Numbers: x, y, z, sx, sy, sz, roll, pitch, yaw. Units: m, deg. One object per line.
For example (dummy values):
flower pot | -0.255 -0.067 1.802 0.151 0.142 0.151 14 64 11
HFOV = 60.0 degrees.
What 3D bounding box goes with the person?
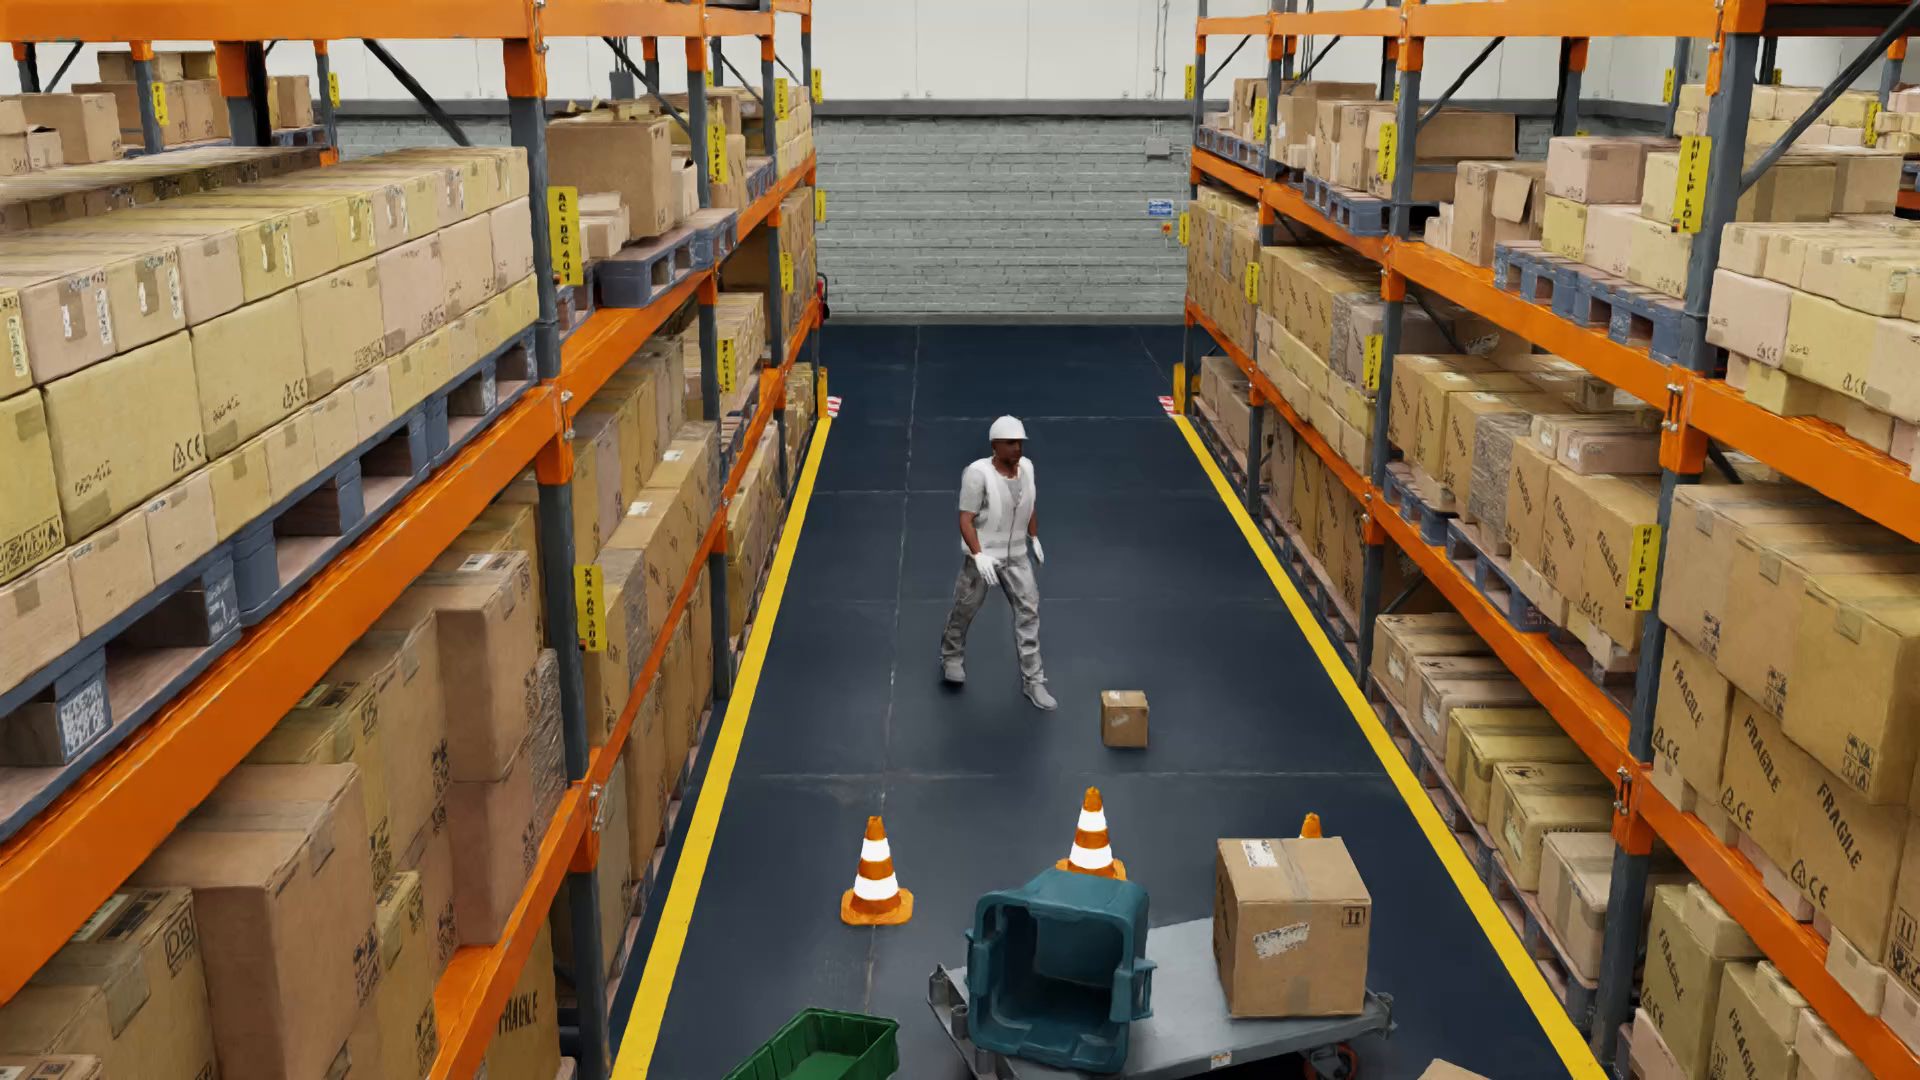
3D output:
person | 0.294 0.099 10.218 0.714 1.762 0.910 -11 20 -32
